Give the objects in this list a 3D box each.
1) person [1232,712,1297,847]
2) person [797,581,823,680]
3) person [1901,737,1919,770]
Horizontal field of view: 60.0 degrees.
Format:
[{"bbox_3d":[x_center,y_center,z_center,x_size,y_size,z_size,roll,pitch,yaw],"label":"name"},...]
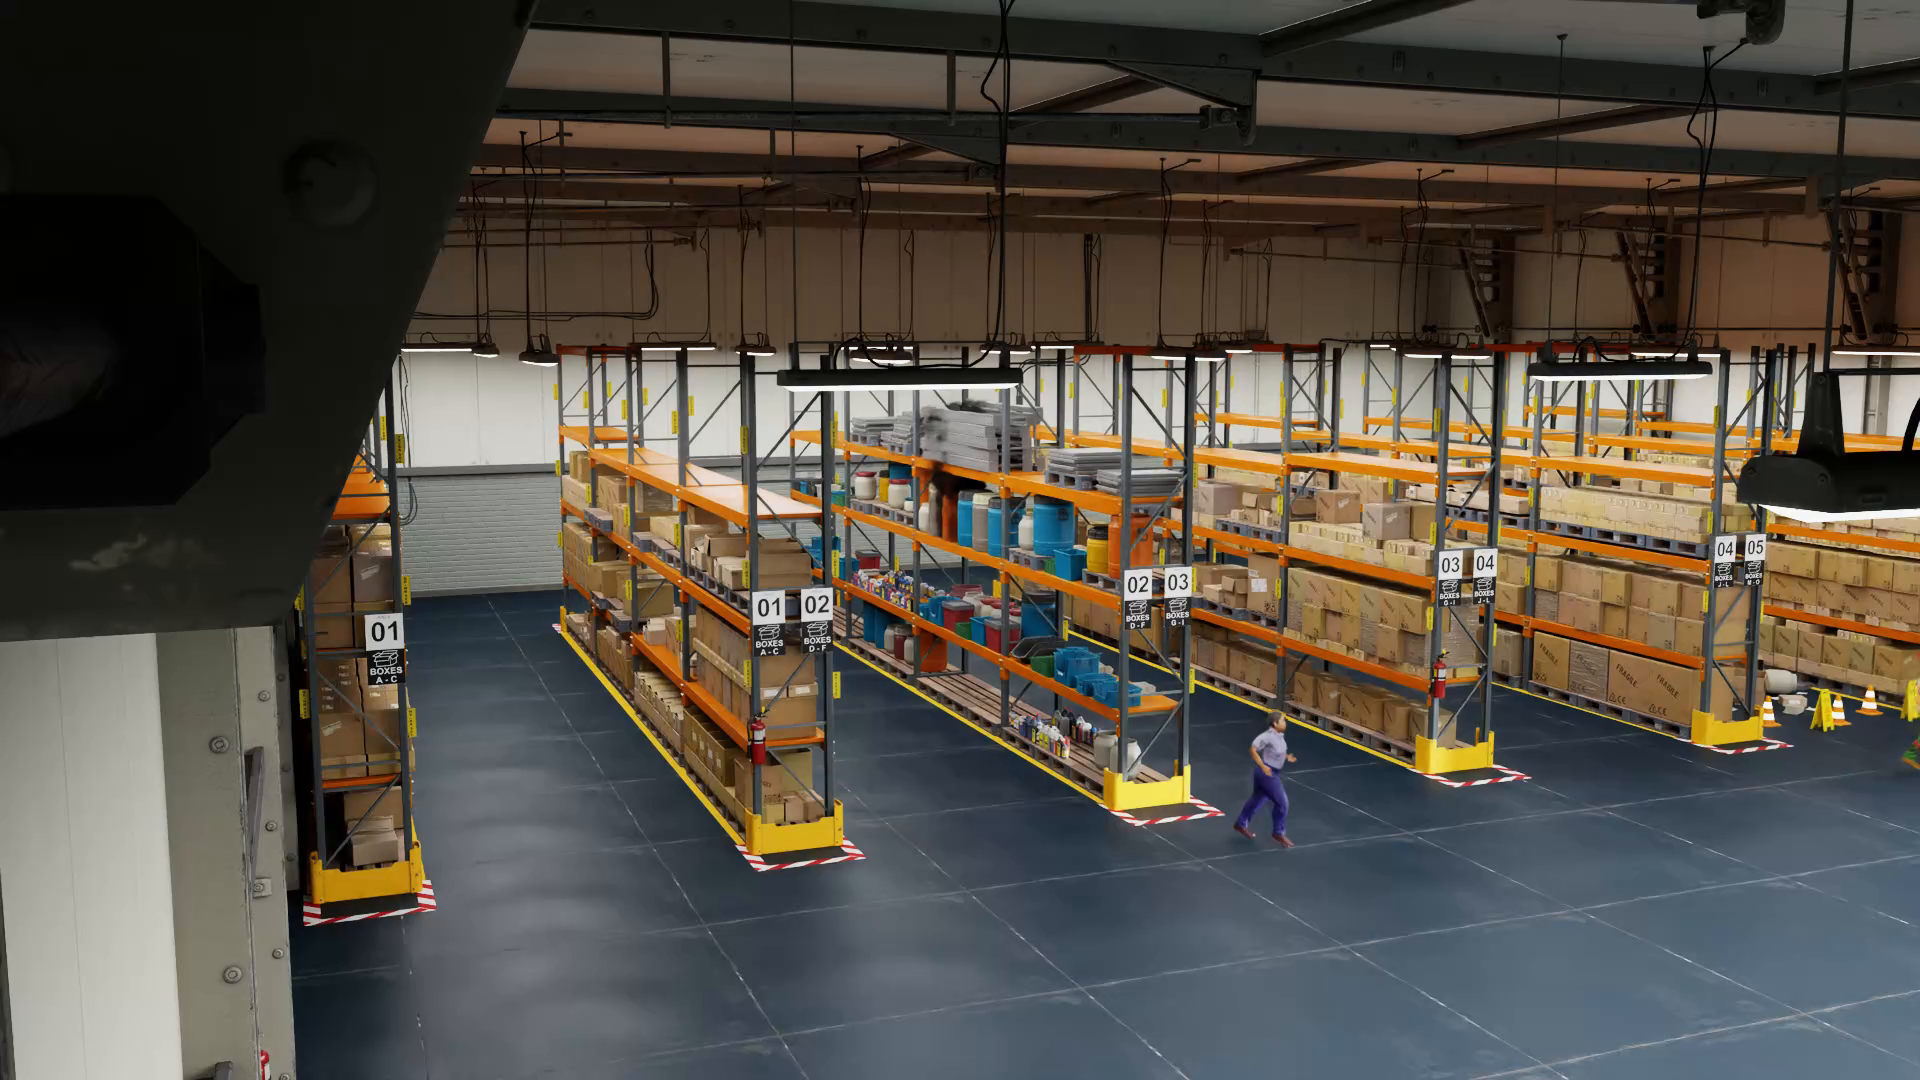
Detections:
[{"bbox_3d":[3.760,2.930,20.504,0.759,1.675,0.584,2,8,19],"label":"person"},{"bbox_3d":[-2.581,1.549,28.604,0.679,1.744,0.535,-4,8,-31],"label":"person"},{"bbox_3d":[13.858,2.449,23.450,0.929,1.812,0.656,2,8,19],"label":"person"}]
